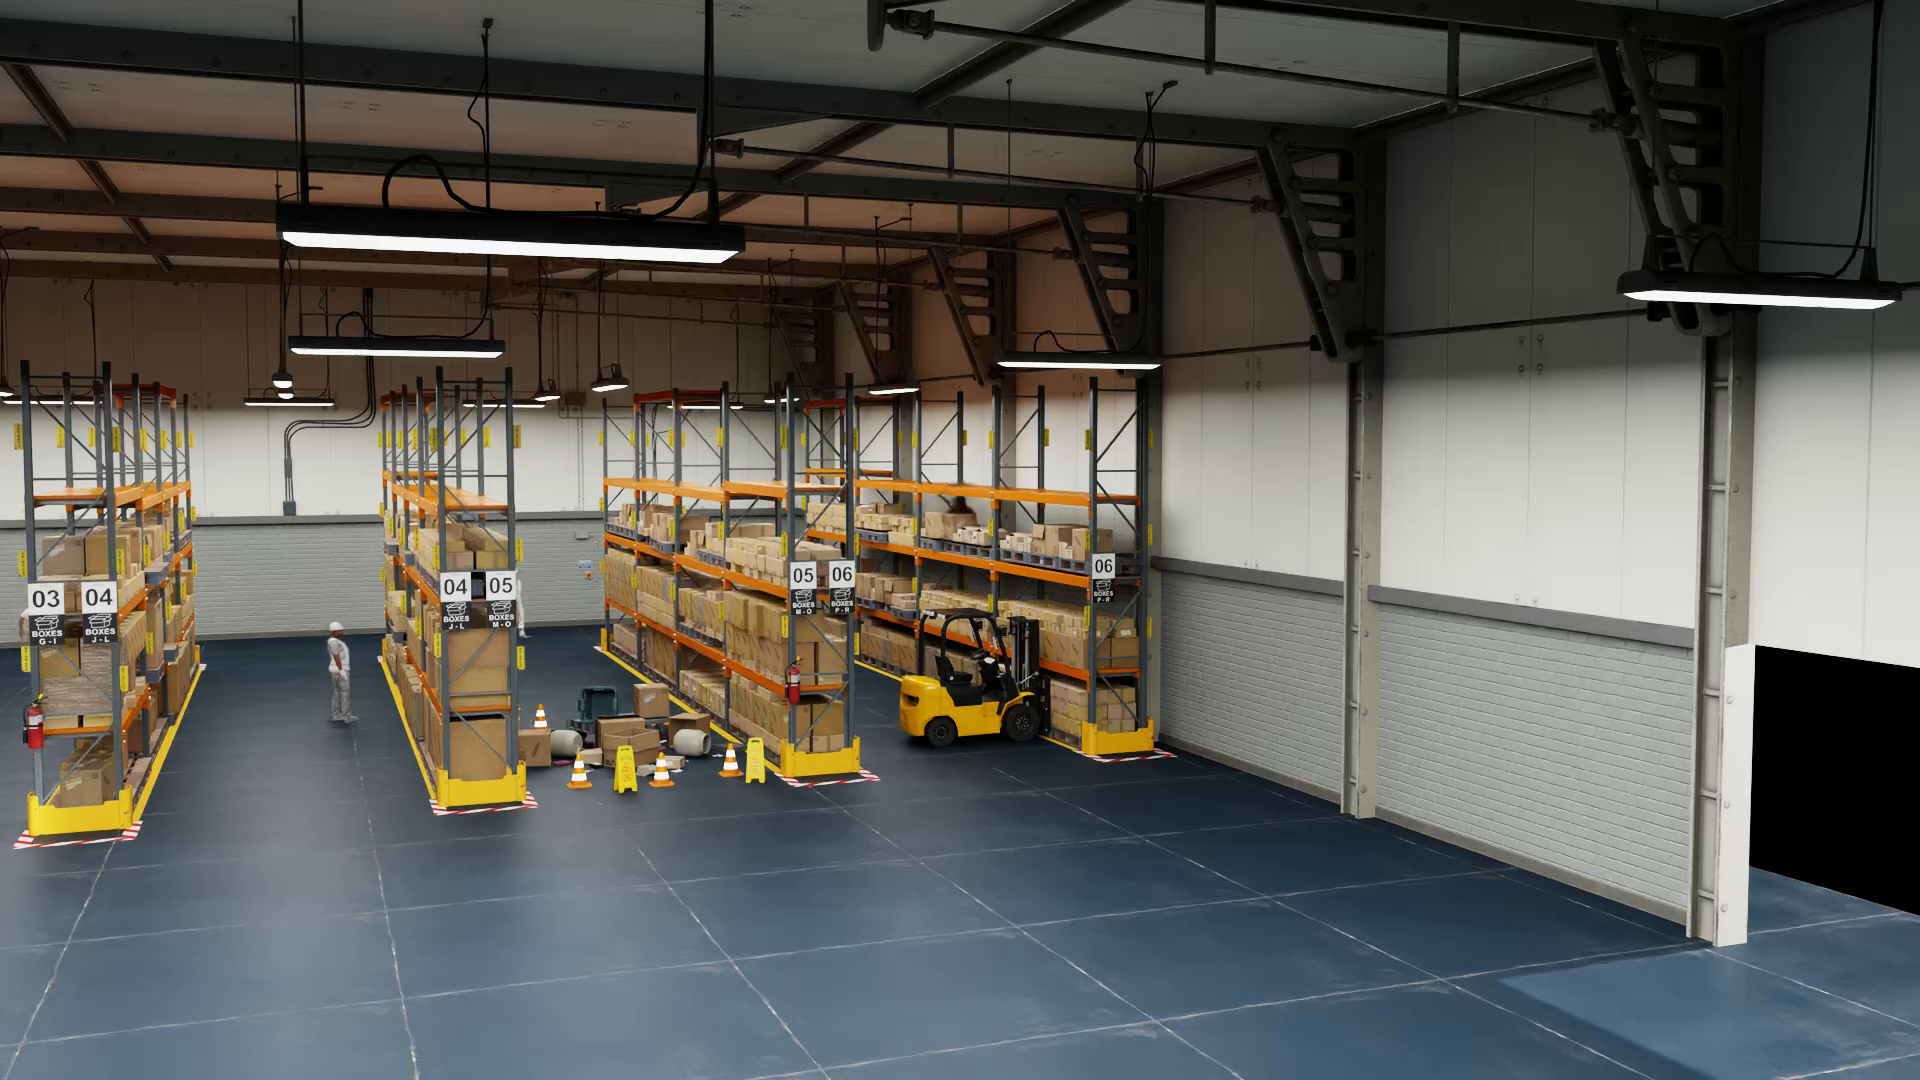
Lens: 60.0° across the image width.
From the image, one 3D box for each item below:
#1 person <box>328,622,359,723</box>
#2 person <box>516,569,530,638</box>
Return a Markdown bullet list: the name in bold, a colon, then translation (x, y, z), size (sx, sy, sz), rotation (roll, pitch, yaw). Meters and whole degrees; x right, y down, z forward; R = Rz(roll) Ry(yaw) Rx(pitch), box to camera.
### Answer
- **person**: translation (-10.943, 2.338, 29.458), size (0.508, 1.784, 0.632), rotation (-2, 4, -34)
- **person**: translation (-11.285, 1.595, 41.975), size (0.959, 1.769, 0.563), rotation (2, 4, 34)
